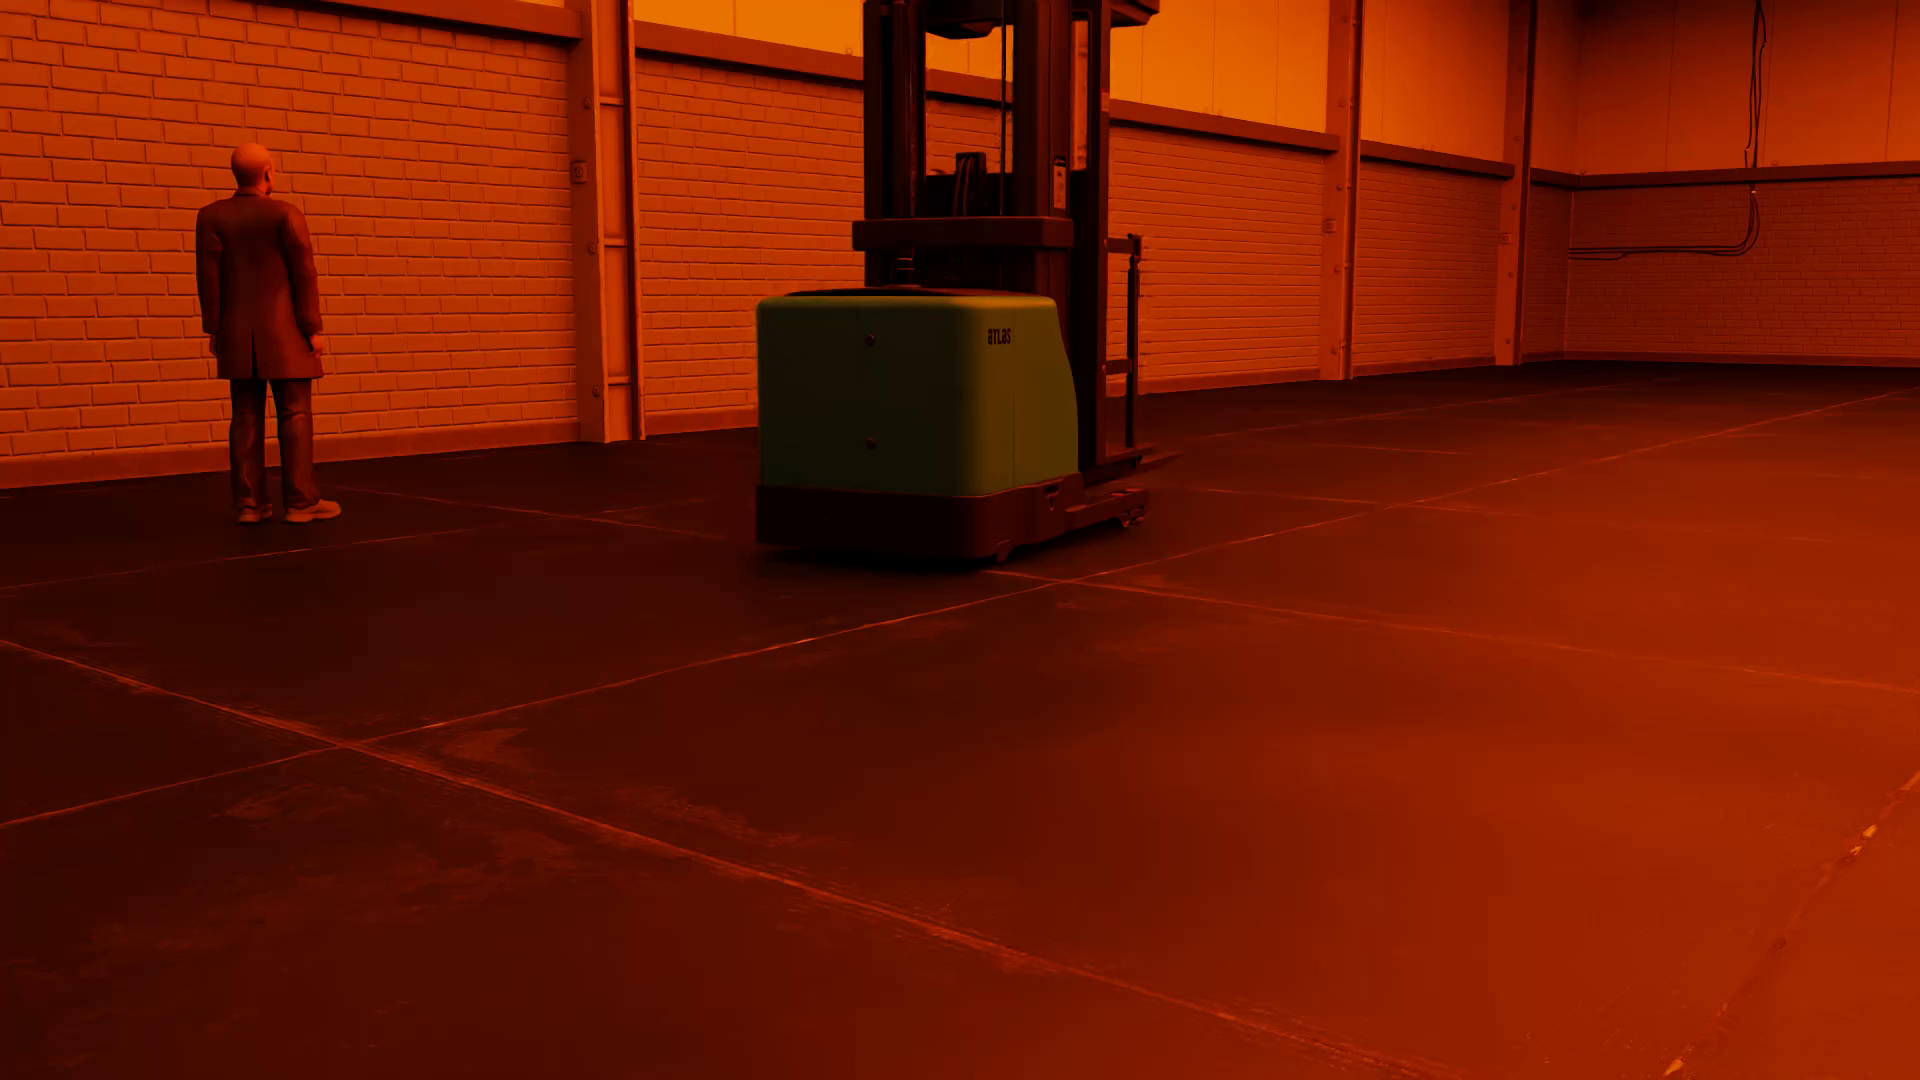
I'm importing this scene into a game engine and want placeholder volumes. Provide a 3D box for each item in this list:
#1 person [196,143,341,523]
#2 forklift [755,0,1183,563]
[{"bbox_3d":[-3.305,-0.980,7.943,0.566,1.783,0.384,0,8,1],"label":"person"},{"bbox_3d":[0.257,-1.533,7.757,1.130,2.935,3.031,4,9,26],"label":"forklift"}]
